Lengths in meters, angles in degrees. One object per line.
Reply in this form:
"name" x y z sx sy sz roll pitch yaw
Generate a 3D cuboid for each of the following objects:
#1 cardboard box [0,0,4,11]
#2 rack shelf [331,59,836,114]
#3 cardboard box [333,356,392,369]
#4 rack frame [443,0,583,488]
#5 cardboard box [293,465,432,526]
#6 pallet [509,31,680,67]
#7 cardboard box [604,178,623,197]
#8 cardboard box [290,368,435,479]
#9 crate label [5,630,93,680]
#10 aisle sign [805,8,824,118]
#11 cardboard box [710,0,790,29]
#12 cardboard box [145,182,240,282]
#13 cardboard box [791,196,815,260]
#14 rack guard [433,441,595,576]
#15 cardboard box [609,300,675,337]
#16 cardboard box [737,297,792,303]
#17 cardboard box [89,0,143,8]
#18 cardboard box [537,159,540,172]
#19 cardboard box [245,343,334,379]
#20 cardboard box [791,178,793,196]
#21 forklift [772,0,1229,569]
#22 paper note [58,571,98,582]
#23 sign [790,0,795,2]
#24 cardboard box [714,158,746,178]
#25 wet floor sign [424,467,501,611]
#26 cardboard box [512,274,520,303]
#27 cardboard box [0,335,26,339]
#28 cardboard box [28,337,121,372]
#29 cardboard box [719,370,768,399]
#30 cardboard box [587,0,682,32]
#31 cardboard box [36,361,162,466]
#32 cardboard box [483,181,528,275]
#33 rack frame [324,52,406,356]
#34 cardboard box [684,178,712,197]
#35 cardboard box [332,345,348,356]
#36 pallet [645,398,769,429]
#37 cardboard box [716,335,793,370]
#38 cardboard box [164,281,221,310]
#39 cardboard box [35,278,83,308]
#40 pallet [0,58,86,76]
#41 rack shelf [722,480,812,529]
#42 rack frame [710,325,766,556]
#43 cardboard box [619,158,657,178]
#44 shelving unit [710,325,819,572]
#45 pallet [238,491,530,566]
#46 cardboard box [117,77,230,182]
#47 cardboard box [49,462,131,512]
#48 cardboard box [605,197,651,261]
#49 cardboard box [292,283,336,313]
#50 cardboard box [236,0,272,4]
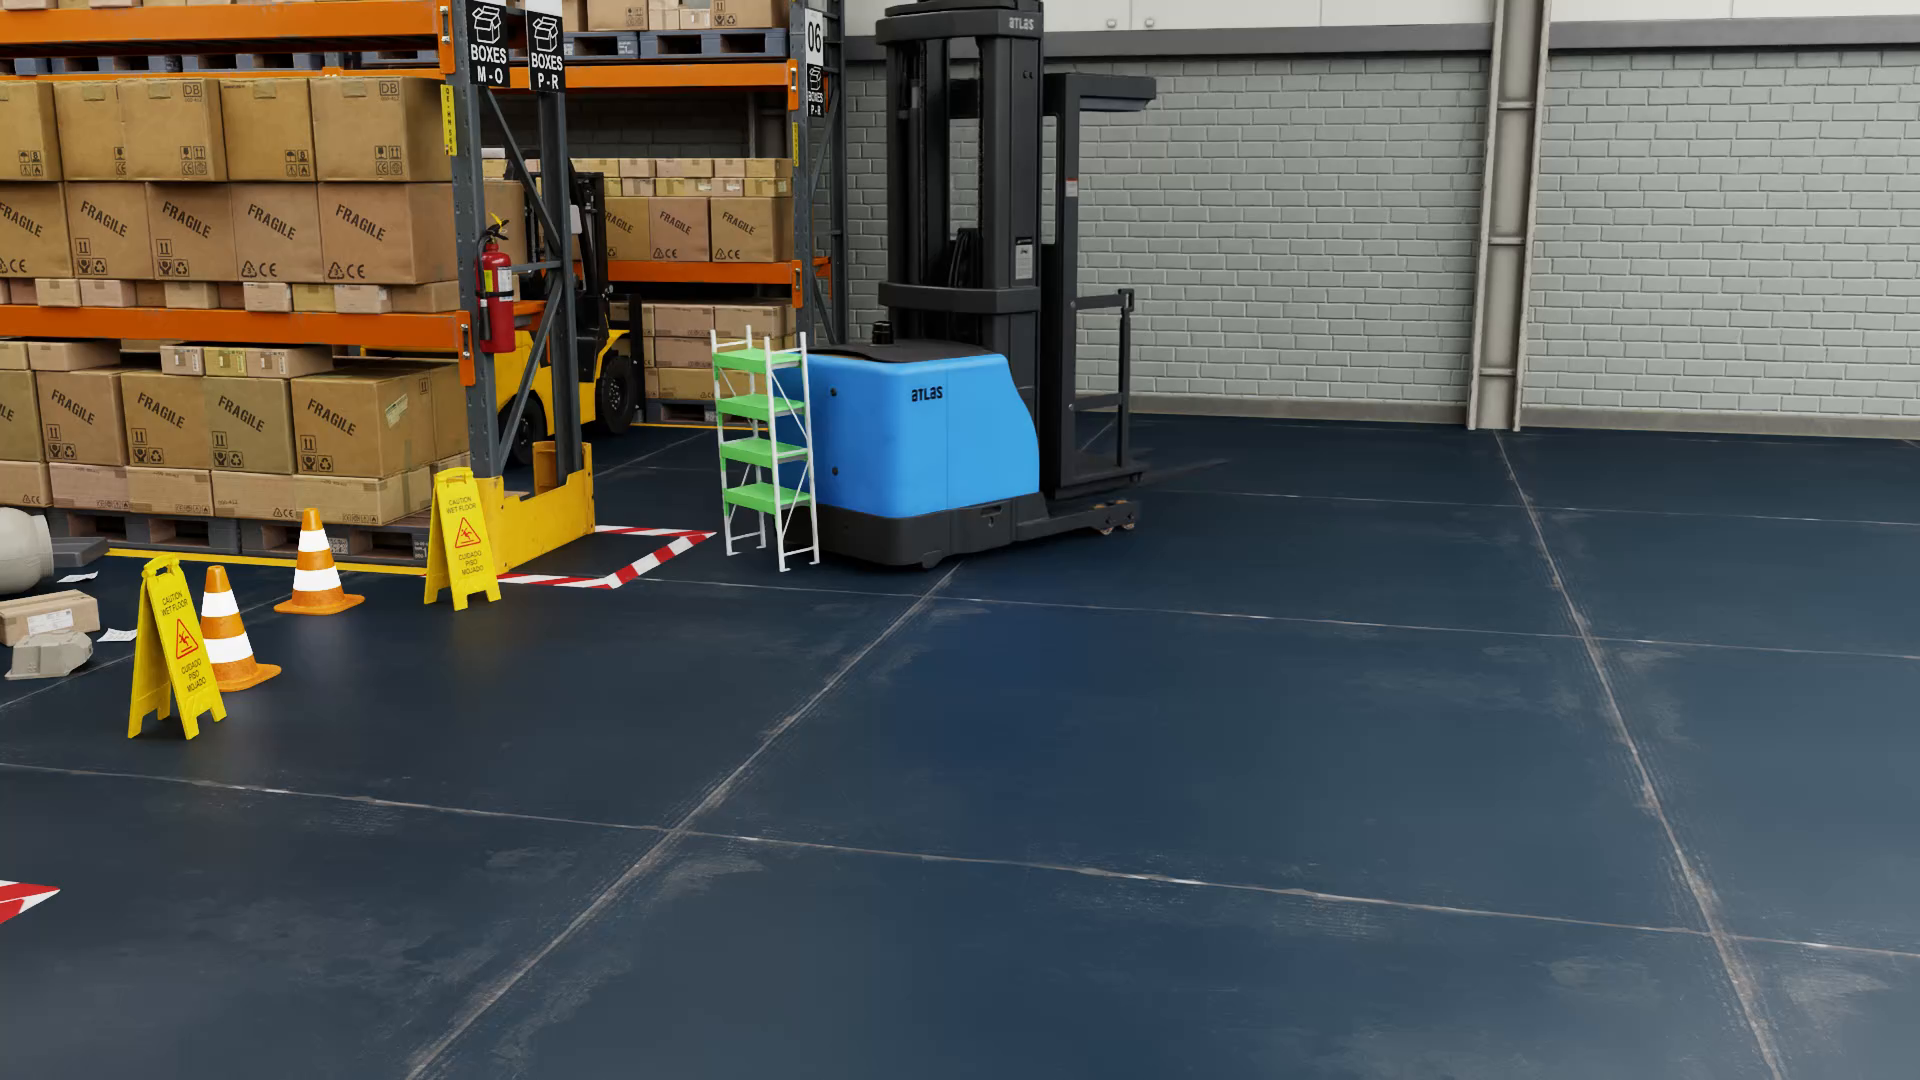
"cardboard box" -4.936 -2.835 8.741 0.250 0.149 0.380 3 13 12
"rack shelf" -3.051 -3.667 13.572 4.000 0.370 1.077 3 13 14
"cardboard box" -3.544 -0.762 9.390 0.500 0.500 0.500 3 13 11
"rack frame" -2.295 -1.406 8.645 0.127 3.000 1.000 3 13 14
"cardboard box" -3.167 -0.255 8.837 0.500 0.250 0.500 3 13 13
"pallet" -2.978 -3.976 13.509 1.213 0.211 1.003 3 13 14
"cardboard box" -2.764 -2.836 13.362 0.250 0.149 0.380 3 13 14
"cardboard box" -3.135 -0.621 8.756 0.500 0.500 0.500 3 13 14
"crate label" -3.735 0.464 6.827 0.298 0.136 0.250 -4 13 -16
"aisle sign" -1.116 -3.654 12.775 0.004 0.787 0.394 3 13 14
"cardboard box" -1.597 -4.189 12.831 0.500 0.500 0.500 3 13 15
"cardboard box" -3.858 -1.624 8.710 0.500 0.500 0.500 3 13 13
"cardboard box" -1.524 -2.583 13.719 0.500 0.500 0.500 3 13 15
"rack guard" -2.369 -0.189 8.934 0.348 0.500 1.175 3 13 14
"cardboard box" -2.620 -1.808 13.529 0.500 0.250 0.500 3 13 14
"cardboard box" -1.530 -1.865 13.787 0.500 0.250 0.500 3 13 13
"cardboard box" -4.210 -2.778 8.483 0.250 0.149 0.380 3 13 13
"cardboard box" -3.238 -3.030 13.550 0.250 0.149 0.380 3 13 14
"cardboard box" -3.508 -0.943 8.708 0.250 0.149 0.380 3 13 15
"cardboard box" -1.376 -2.888 13.595 0.250 0.149 0.380 3 13 12
"forklift" 0.388 -1.534 9.382 3.031 2.935 1.130 -12 17 -43
"paper note" -4.422 0.183 8.338 0.148 0.019 0.142 -1 13 -6
"sign" -1.253 -4.194 12.427 0.005 0.325 0.100 3 13 14
"cardboard box" -1.754 -2.941 13.150 0.250 0.149 0.380 3 13 14
"wet floor sign" -2.367 -0.022 7.841 0.232 0.644 0.267 8 15 33
"cardboard box" -2.575 -1.344 8.948 0.250 0.149 0.380 3 13 14
"cardboard box" -8.274 -1.875 15.275 0.625 0.625 0.875 3 13 15
"cardboard box" -4.802 -1.013 9.023 0.250 0.149 0.380 4 13 17
"cardboard box" -1.641 -1.270 13.413 0.500 0.250 0.500 3 13 14
"cardboard box" -2.568 -4.263 13.166 0.500 0.500 0.700 3 13 14
"cardboard box" -4.645 -0.702 9.121 0.500 0.500 0.500 4 13 16
"cardboard box" -2.688 -1.683 8.976 0.500 0.500 0.500 3 13 13
"rack frame" -4.993 -2.657 14.286 0.127 3.000 1.000 3 13 14
"cardboard box" -2.005 -2.808 13.235 0.250 0.149 0.380 3 13 15
"cardboard box" -5.502 -1.728 14.609 0.625 0.625 0.875 4 13 16
"pallet" -1.862 -1.119 13.792 1.213 0.211 1.003 3 13 14
"cardboard box" -1.657 -1.516 13.366 0.500 0.250 0.500 3 13 13
"cardboard box" -3.968 -1.309 8.790 0.250 0.149 0.380 3 13 13
"cardboard box" -4.710 -1.339 8.922 0.250 0.149 0.380 3 13 14
"pallet" -8.196 -4.221 14.843 1.003 0.211 1.213 4 13 16
"rack shelf" -0.998 -0.188 8.682 0.258 0.148 0.480 -14 19 -39
"rack frame" -1.169 -0.522 8.787 0.240 1.200 0.015 -14 19 -39
"cardboard box" -2.518 -2.968 13.270 0.250 0.149 0.380 3 13 15
"shelving unit" -1.009 -0.482 8.606 0.258 1.200 0.503 -14 19 -39
"pallet" -3.149 -0.098 9.188 1.213 0.211 1.003 3 13 14
"cardboard box" -3.852 -2.101 8.554 0.500 0.500 0.700 3 13 13
"cardboard box" -4.634 -0.336 9.203 0.500 0.250 0.500 3 13 13
"cardboard box" -2.649 -2.524 13.456 0.500 0.500 0.500 3 13 12
"cardboard box" -3.225 -1.265 8.591 0.250 0.149 0.380 3 13 13
"cardboard box" -3.437 -2.761 8.410 0.250 0.149 0.380 3 13 14
